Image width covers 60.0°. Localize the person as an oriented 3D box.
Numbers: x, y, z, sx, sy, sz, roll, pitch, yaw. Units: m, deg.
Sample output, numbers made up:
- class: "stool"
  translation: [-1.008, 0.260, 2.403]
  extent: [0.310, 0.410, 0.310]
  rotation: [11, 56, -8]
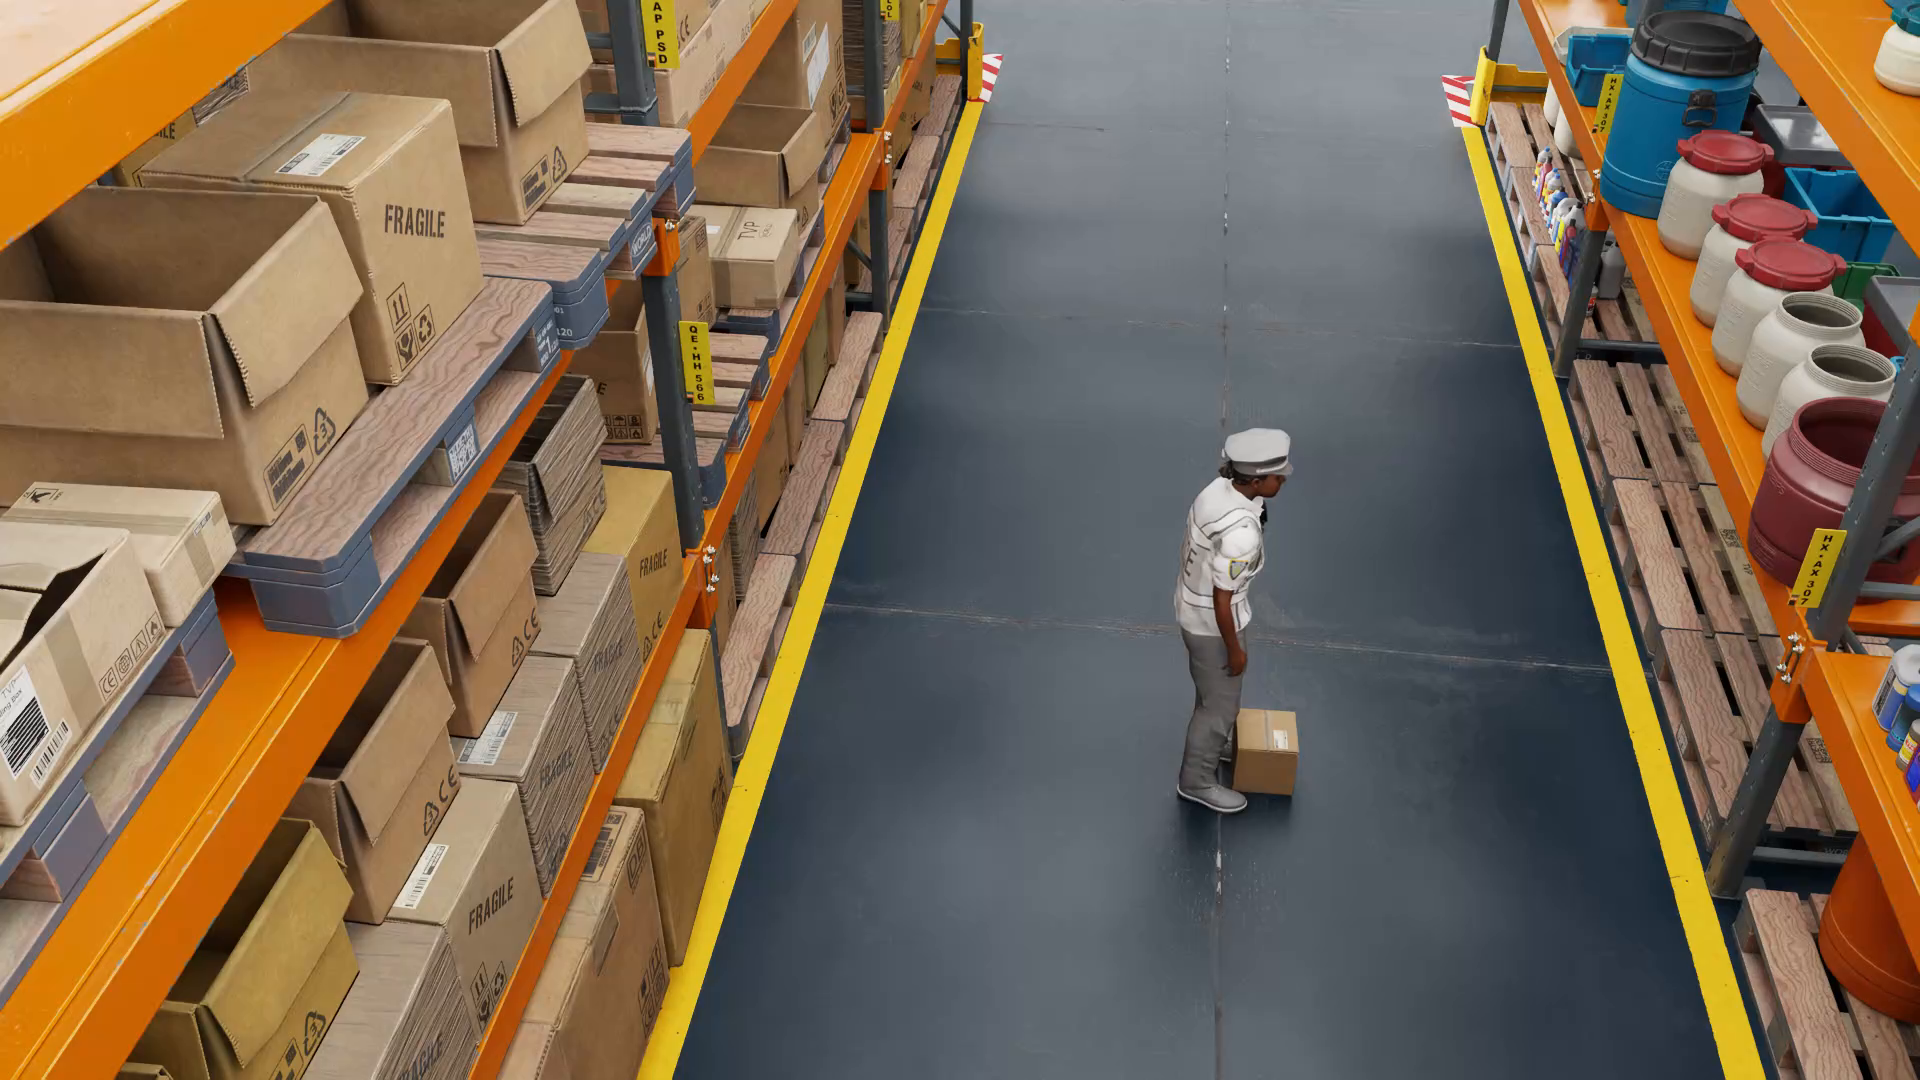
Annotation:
- class: "person"
  translation: [1.063, 0.310, 6.614]
  extent: [0.419, 1.663, 0.530]
  rotation: [3, 36, 4]
